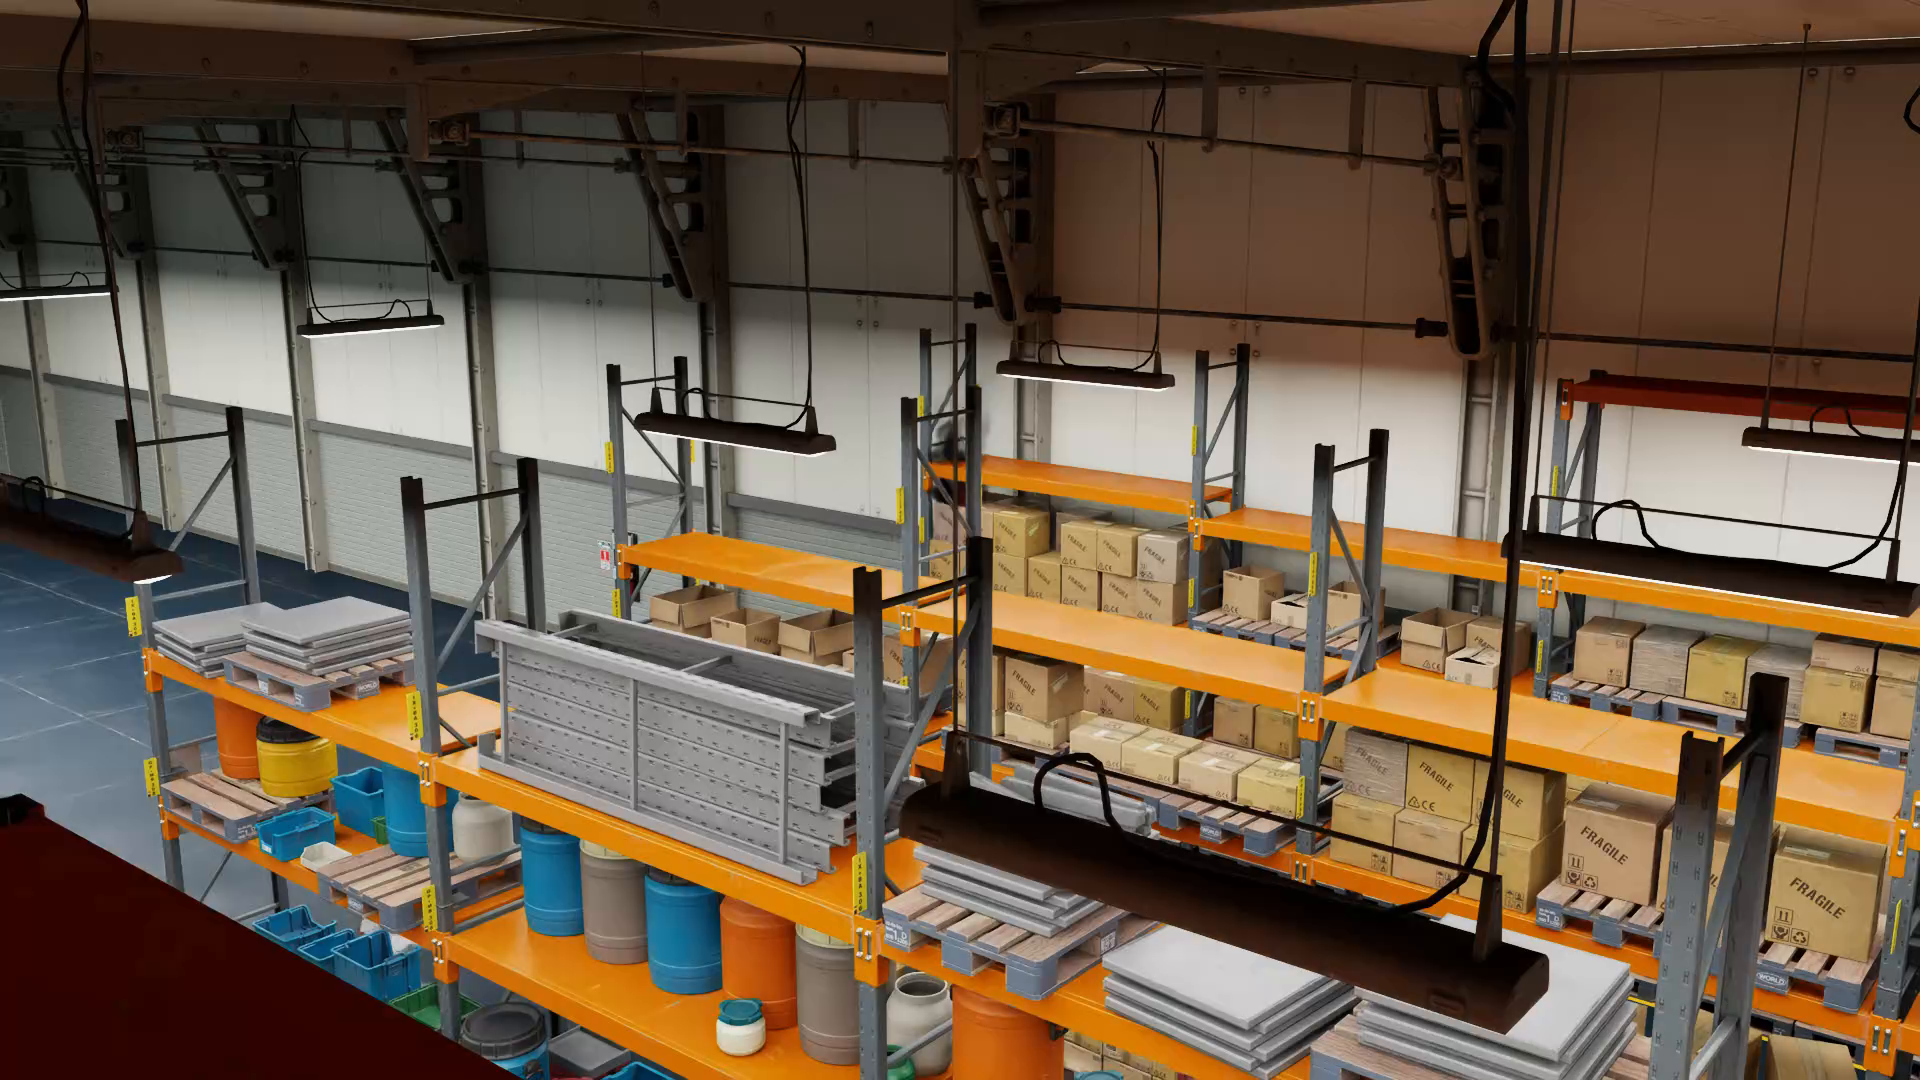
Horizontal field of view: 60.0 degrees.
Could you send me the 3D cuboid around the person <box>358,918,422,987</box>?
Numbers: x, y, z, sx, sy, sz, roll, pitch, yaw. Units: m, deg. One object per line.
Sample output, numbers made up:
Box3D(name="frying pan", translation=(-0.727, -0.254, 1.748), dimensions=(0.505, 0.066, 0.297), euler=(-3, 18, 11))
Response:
Box3D(name="person", translation=(-5.368, 3.792, 15.581), dimensions=(0.553, 1.721, 0.680), euler=(5, 13, 20))
